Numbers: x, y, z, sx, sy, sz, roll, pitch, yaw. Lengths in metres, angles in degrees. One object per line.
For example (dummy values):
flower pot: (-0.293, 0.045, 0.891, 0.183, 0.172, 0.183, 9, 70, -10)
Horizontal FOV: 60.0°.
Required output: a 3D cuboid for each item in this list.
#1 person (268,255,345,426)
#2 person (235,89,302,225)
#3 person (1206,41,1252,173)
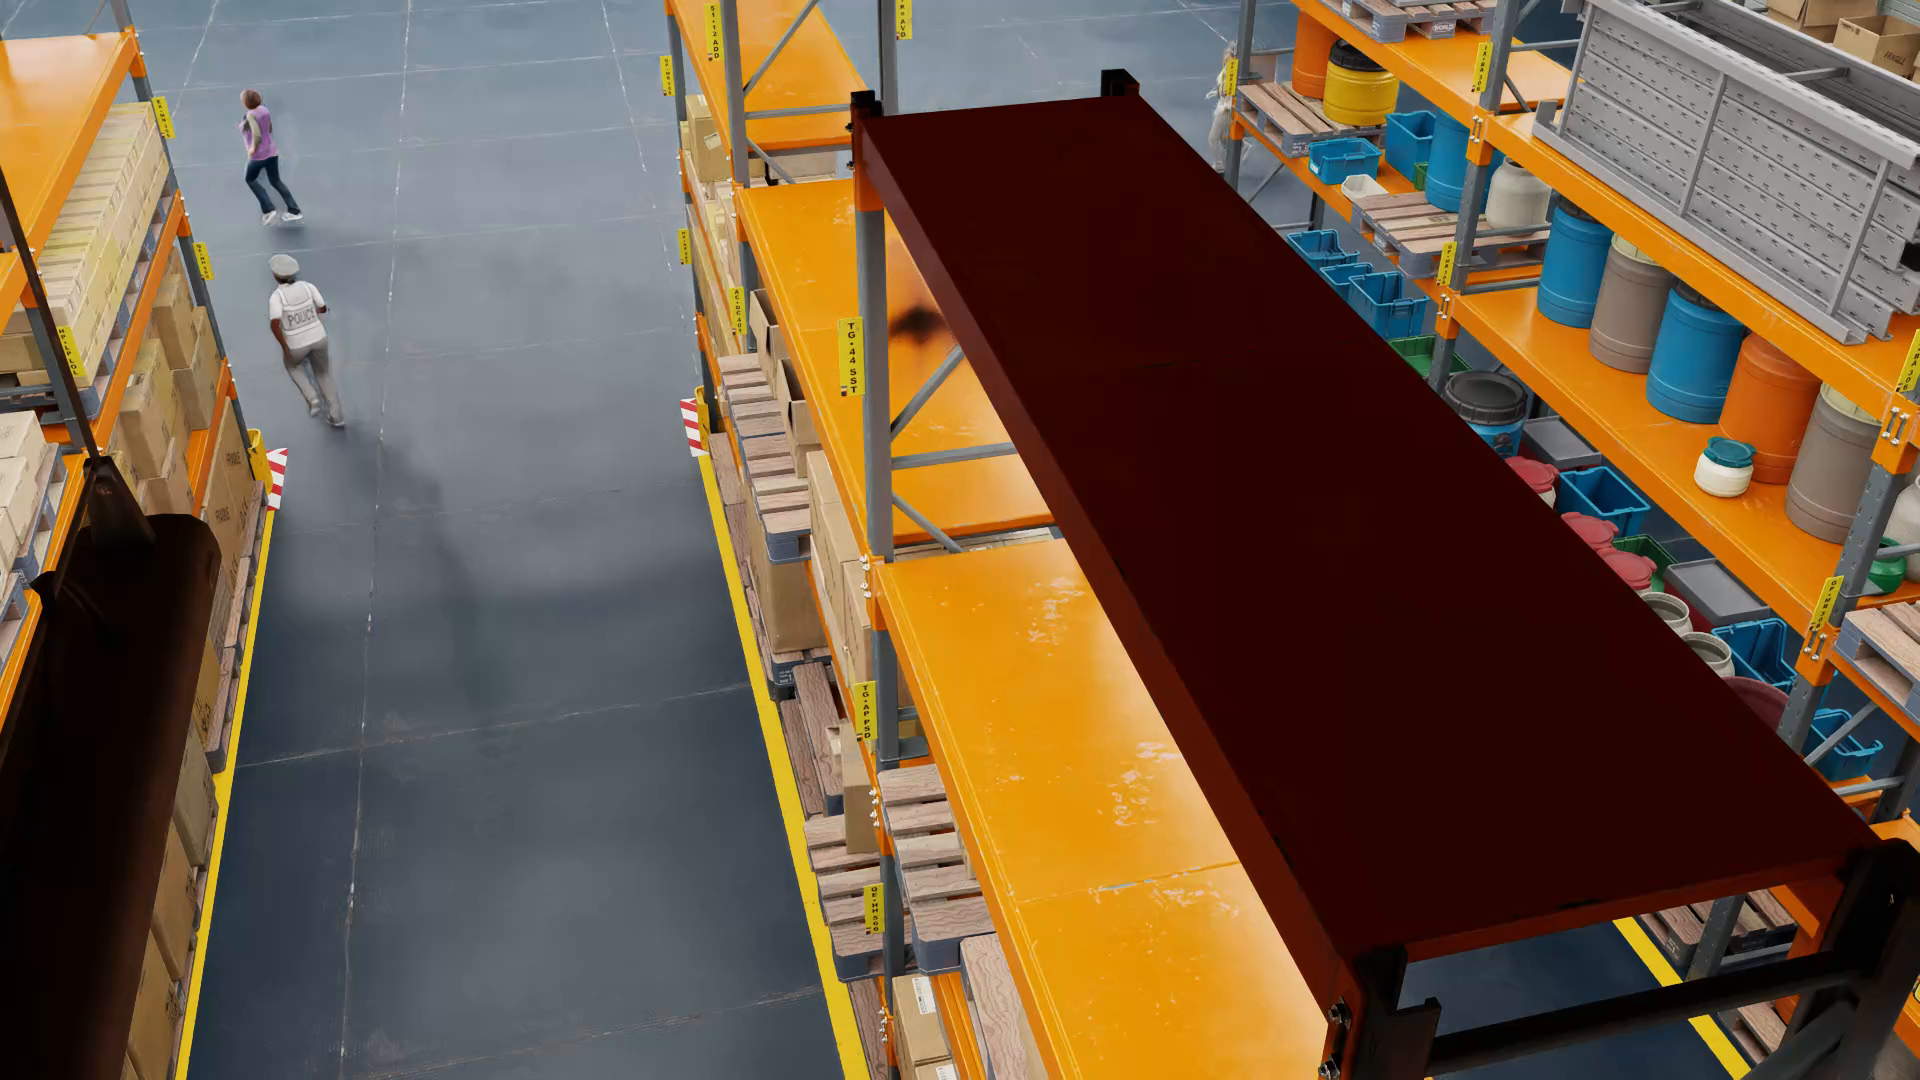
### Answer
person: (-6.066, -1.836, 15.318, 0.594, 1.654, 0.692, -26, 42, -33)
person: (-7.992, -4.370, 19.065, 0.660, 1.632, 0.514, 12, 36, 17)
person: (3.318, -5.271, 20.326, 0.620, 1.651, 0.616, 2, 34, 3)
